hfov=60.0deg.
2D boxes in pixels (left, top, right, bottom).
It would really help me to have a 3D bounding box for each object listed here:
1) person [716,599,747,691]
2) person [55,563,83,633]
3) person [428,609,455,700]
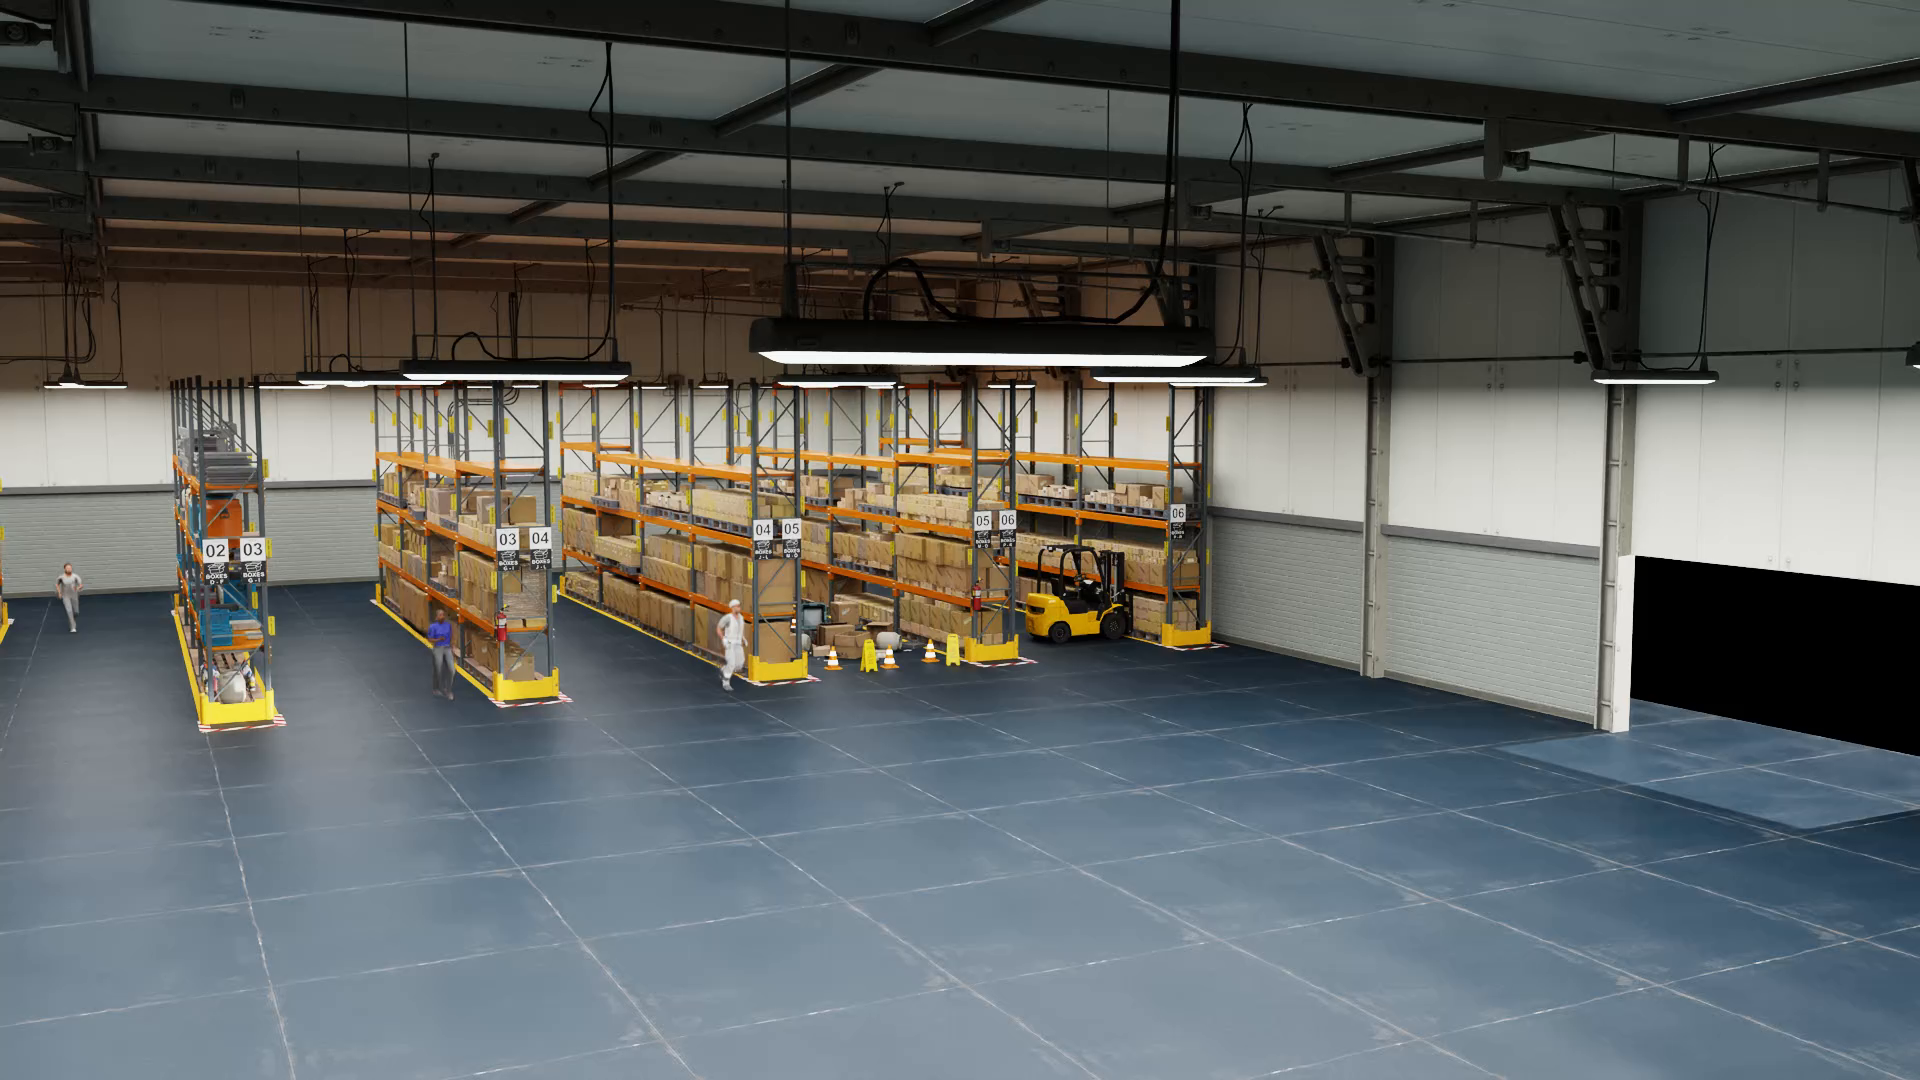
[{"bbox_3d":[-4.418,2.013,32.186,0.573,1.727,0.703,5,7,41],"label":"person"},{"bbox_3d":[-21.253,1.369,39.691,0.567,1.639,0.780,-3,6,-32],"label":"person"},{"bbox_3d":[-9.666,2.145,31.055,0.555,1.713,0.702,-4,6,-37],"label":"person"}]
